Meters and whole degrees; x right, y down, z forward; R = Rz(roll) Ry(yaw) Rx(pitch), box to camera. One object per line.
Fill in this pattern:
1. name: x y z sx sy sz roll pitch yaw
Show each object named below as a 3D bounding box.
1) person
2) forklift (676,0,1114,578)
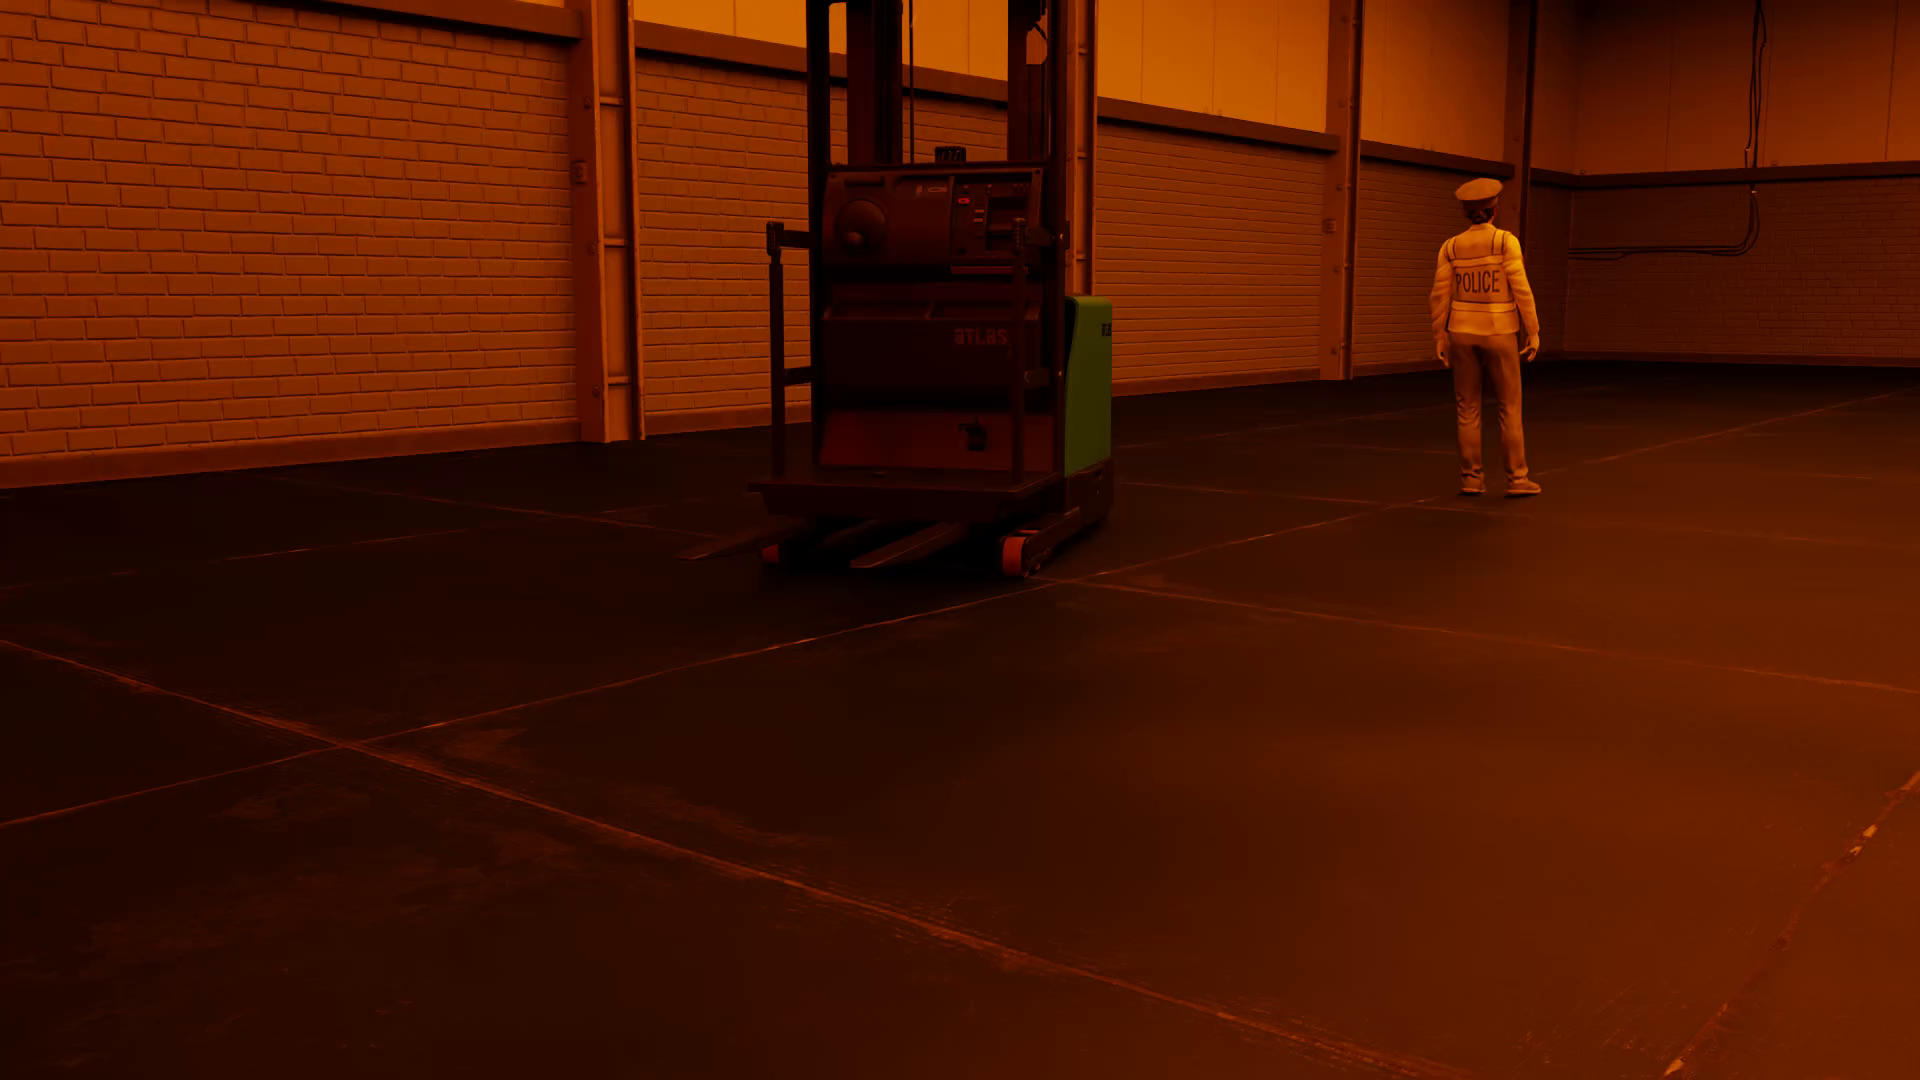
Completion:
1. person: 2.847 -1.088 8.987 0.574 1.704 0.504 6 10 35
2. forklift: -0.176 -1.366 6.616 1.130 2.935 3.031 3 9 17
